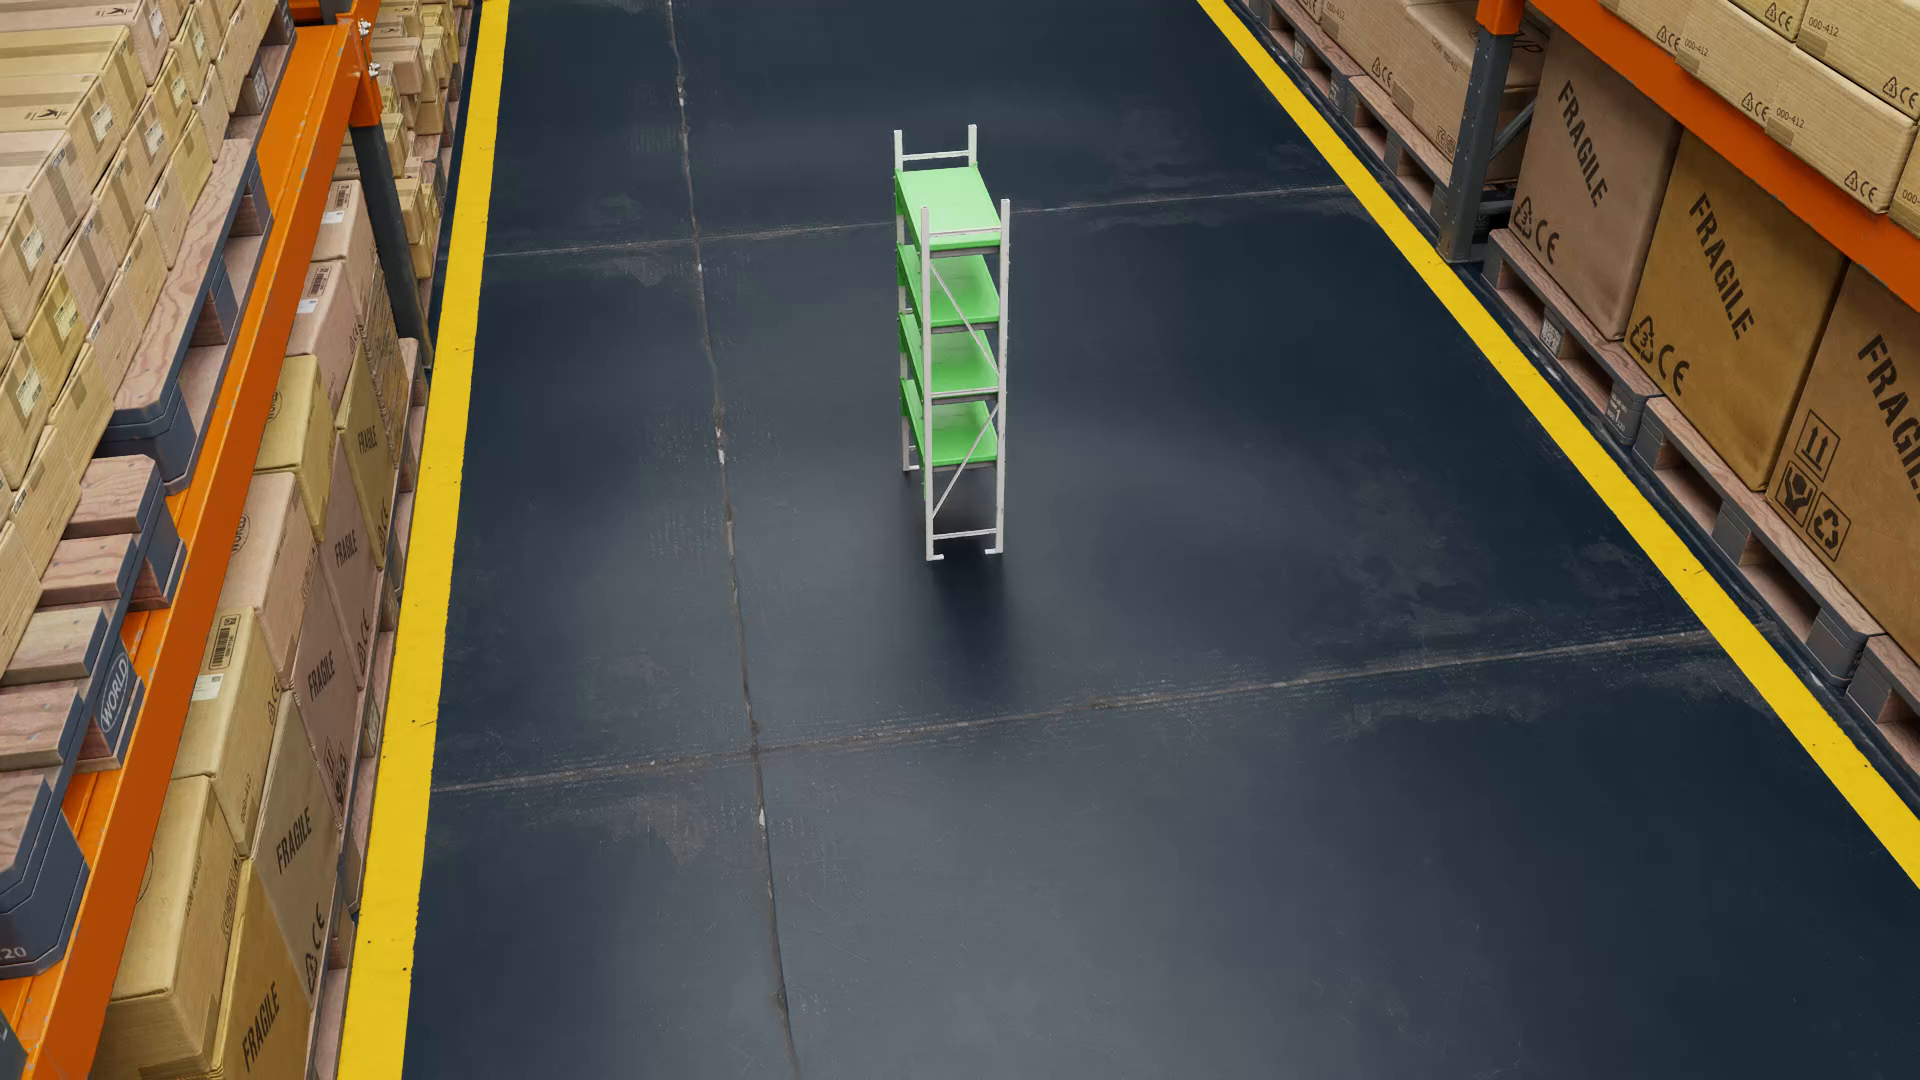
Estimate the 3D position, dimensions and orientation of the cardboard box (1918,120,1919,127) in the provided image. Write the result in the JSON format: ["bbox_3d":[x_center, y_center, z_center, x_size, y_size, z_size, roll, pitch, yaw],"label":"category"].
[{"bbox_3d":[2.597,-0.978,3.779,0.500,0.250,0.500,-7,38,-9],"label":"cardboard box"}]

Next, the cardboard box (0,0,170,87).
[{"bbox_3d":[-1.931,-1.074,3.564,0.380,0.149,0.250,-8,39,-10],"label":"cardboard box"}]

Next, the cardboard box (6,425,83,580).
[{"bbox_3d":[-1.694,-0.048,2.730,0.380,0.149,0.250,-4,38,-6],"label":"cardboard box"}]

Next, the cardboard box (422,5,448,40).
[{"bbox_3d":[-2.526,-2.284,7.484,0.380,0.149,0.250,-4,38,-6],"label":"cardboard box"}]

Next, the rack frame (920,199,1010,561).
[{"bbox_3d":[0.014,-0.426,4.821,0.240,1.200,0.015,-6,38,-8],"label":"rack frame"}]

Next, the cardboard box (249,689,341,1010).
[{"bbox_3d":[-1.684,0.699,3.601,0.500,0.500,0.500,-6,38,-7],"label":"cardboard box"}]

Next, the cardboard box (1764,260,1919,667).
[{"bbox_3d":[2.944,-0.250,4.517,0.875,0.875,0.875,-6,38,-7],"label":"cardboard box"}]

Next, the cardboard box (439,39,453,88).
[{"bbox_3d":[-2.528,-2.166,7.574,0.380,0.149,0.250,-6,38,-7],"label":"cardboard box"}]

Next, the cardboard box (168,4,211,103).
[{"bbox_3d":[-1.972,-1.115,3.860,0.380,0.149,0.250,-8,39,-10],"label":"cardboard box"}]

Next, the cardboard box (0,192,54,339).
[{"bbox_3d":[-1.744,-0.437,2.745,0.380,0.149,0.250,-8,39,-10],"label":"cardboard box"}]

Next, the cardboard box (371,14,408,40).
[{"bbox_3d":[-2.522,-2.080,6.978,0.380,0.149,0.250,-8,39,-10],"label":"cardboard box"}]

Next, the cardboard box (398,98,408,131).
[{"bbox_3d":[-2.425,-1.642,6.657,0.380,0.149,0.250,-8,39,-10],"label":"cardboard box"}]

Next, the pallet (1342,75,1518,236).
[{"bbox_3d":[2.378,-1.741,7.319,1.003,0.211,1.213,-6,38,-8],"label":"pallet"}]

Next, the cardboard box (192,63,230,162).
[{"bbox_3d":[-1.971,-1.002,3.958,0.380,0.149,0.250,-8,39,-10],"label":"cardboard box"}]

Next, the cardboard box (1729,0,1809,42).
[{"bbox_3d":[2.415,-1.597,4.575,0.500,0.250,0.500,-6,38,-7],"label":"cardboard box"}]

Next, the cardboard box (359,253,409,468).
[{"bbox_3d":[-2.043,-0.540,5.195,0.500,0.500,0.500,-7,38,-9],"label":"cardboard box"}]

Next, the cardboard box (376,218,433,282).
[{"bbox_3d":[-2.169,-1.075,6.171,0.380,0.149,0.250,-8,39,-10],"label":"cardboard box"}]

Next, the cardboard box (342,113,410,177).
[{"bbox_3d":[-2.268,-1.459,6.179,0.380,0.149,0.250,-4,38,-6],"label":"cardboard box"}]

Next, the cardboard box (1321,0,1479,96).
[{"bbox_3d":[2.273,-2.460,7.717,0.875,0.438,0.875,-7,38,-9],"label":"cardboard box"}]

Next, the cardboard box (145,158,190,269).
[{"bbox_3d":[-1.878,-0.681,3.544,0.380,0.149,0.250,-7,38,-9],"label":"cardboard box"}]

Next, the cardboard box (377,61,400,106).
[{"bbox_3d":[-2.429,-1.761,6.569,0.380,0.149,0.250,-7,38,-9],"label":"cardboard box"}]

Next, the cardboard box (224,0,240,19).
[{"bbox_3d":[-2.069,-1.437,4.274,0.380,0.149,0.250,-5,38,-6],"label":"cardboard box"}]

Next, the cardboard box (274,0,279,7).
[{"bbox_3d":[-2.157,-1.629,4.764,0.380,0.149,0.250,-7,38,-9],"label":"cardboard box"}]

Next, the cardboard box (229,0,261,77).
[{"bbox_3d":[-2.069,-1.321,4.368,0.380,0.149,0.250,-6,38,-8],"label":"cardboard box"}]

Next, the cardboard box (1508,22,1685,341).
[{"bbox_3d":[2.622,-1.335,5.913,0.875,0.875,0.875,-5,38,-7],"label":"cardboard box"}]

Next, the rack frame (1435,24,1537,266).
[{"bbox_3d":[2.434,-2.374,5.861,1.000,3.000,0.127,-6,38,-8],"label":"rack frame"}]

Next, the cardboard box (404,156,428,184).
[{"bbox_3d":[-2.310,-1.381,6.564,0.380,0.149,0.250,-6,38,-8],"label":"cardboard box"}]

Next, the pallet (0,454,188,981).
[{"bbox_3d":[-1.950,0.292,2.586,1.213,0.211,1.003,-6,38,-8],"label":"pallet"}]

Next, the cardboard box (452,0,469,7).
[{"bbox_3d":[-2.680,-2.797,8.387,0.380,0.149,0.250,-5,38,-7],"label":"cardboard box"}]

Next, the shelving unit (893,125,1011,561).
[{"bbox_3d":[-0.029,-0.574,5.011,0.258,1.200,0.503,-6,38,-8],"label":"shelving unit"}]

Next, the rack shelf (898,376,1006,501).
[{"bbox_3d":[-0.029,-0.334,5.197,0.258,0.148,0.480,-6,38,-8],"label":"rack shelf"}]

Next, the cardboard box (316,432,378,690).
[{"bbox_3d":[-1.868,0.081,4.396,0.500,0.500,0.500,-7,38,-9],"label":"cardboard box"}]

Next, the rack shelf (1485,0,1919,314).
[{"bbox_3d":[2.785,-0.882,4.527,1.077,0.370,4.000,-6,38,-8],"label":"rack shelf"}]

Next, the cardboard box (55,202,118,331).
[{"bbox_3d":[-1.794,-0.490,3.055,0.380,0.149,0.250,-6,38,-8],"label":"cardboard box"}]

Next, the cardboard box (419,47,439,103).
[{"bbox_3d":[-2.432,-1.969,7.079,0.380,0.149,0.250,-7,38,-8],"label":"cardboard box"}]

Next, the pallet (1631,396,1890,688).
[{"bbox_3d":[2.861,-0.077,5.177,1.003,0.211,1.213,-6,38,-8],"label":"pallet"}]

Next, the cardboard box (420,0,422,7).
[{"bbox_3d":[-2.600,-2.388,7.375,0.380,0.149,0.250,-7,38,-9],"label":"cardboard box"}]

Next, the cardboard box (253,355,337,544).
[{"bbox_3d":[-1.858,-0.203,4.151,0.500,0.250,0.500,-8,39,-10],"label":"cardboard box"}]

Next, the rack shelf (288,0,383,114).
[{"bbox_3d":[-2.772,-2.705,6.873,1.077,0.370,4.000,-6,38,-8],"label":"rack shelf"}]

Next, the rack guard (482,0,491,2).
[{"bbox_3d":[-3.109,-3.164,8.915,1.175,0.500,0.348,-6,38,-8],"label":"rack guard"}]

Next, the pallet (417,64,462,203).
[{"bbox_3d":[-2.791,-1.820,7.420,1.003,0.211,1.213,-6,38,-8],"label":"pallet"}]

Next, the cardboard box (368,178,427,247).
[{"bbox_3d":[-2.170,-1.192,6.078,0.380,0.149,0.250,-5,38,-6],"label":"cardboard box"}]

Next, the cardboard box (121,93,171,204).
[{"bbox_3d":[-1.885,-0.803,3.458,0.380,0.149,0.250,-5,38,-6],"label":"cardboard box"}]

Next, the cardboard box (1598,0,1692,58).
[{"bbox_3d":[2.344,-1.708,5.126,0.500,0.250,0.500,-7,38,-9],"label":"cardboard box"}]

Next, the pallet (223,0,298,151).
[{"bbox_3d":[-2.430,-1.228,4.542,1.003,0.211,1.213,-6,38,-8],"label":"pallet"}]

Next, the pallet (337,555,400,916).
[{"bbox_3d":[-2.066,0.529,4.397,1.003,0.211,1.213,-6,38,-8],"label":"pallet"}]

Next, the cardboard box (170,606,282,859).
[{"bbox_3d":[-1.691,0.412,3.359,0.500,0.250,0.500,-7,38,-9],"label":"cardboard box"}]

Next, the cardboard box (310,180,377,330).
[{"bbox_3d":[-2.042,-0.833,4.961,0.500,0.250,0.500,-7,38,-9],"label":"cardboard box"}]

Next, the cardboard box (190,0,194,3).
[{"bbox_3d":[-2.021,-1.384,3.964,0.380,0.149,0.250,-6,38,-8],"label":"cardboard box"}]

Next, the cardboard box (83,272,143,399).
[{"bbox_3d":[-1.792,-0.372,3.146,0.380,0.149,0.250,-5,38,-6],"label":"cardboard box"}]

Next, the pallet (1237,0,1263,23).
[{"bbox_3d":[1.950,-3.214,9.216,1.003,0.211,1.213,-6,38,-8],"label":"pallet"}]

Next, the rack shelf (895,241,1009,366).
[{"bbox_3d":[-0.029,-0.713,4.903,0.258,0.148,0.480,-6,38,-8],"label":"rack shelf"}]

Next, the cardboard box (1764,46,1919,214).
[{"bbox_3d":[2.497,-1.094,4.336,0.500,0.250,0.500,-7,38,-9],"label":"cardboard box"}]

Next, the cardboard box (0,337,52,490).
[{"bbox_3d":[-1.707,-0.187,2.666,0.380,0.149,0.250,-7,38,-9],"label":"cardboard box"}]

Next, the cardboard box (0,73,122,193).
[{"bbox_3d":[-1.842,-0.760,3.161,0.380,0.149,0.250,-5,38,-7],"label":"cardboard box"}]

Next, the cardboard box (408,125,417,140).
[{"bbox_3d":[-2.485,-1.687,6.958,0.380,0.149,0.250,-8,39,-10],"label":"cardboard box"}]
